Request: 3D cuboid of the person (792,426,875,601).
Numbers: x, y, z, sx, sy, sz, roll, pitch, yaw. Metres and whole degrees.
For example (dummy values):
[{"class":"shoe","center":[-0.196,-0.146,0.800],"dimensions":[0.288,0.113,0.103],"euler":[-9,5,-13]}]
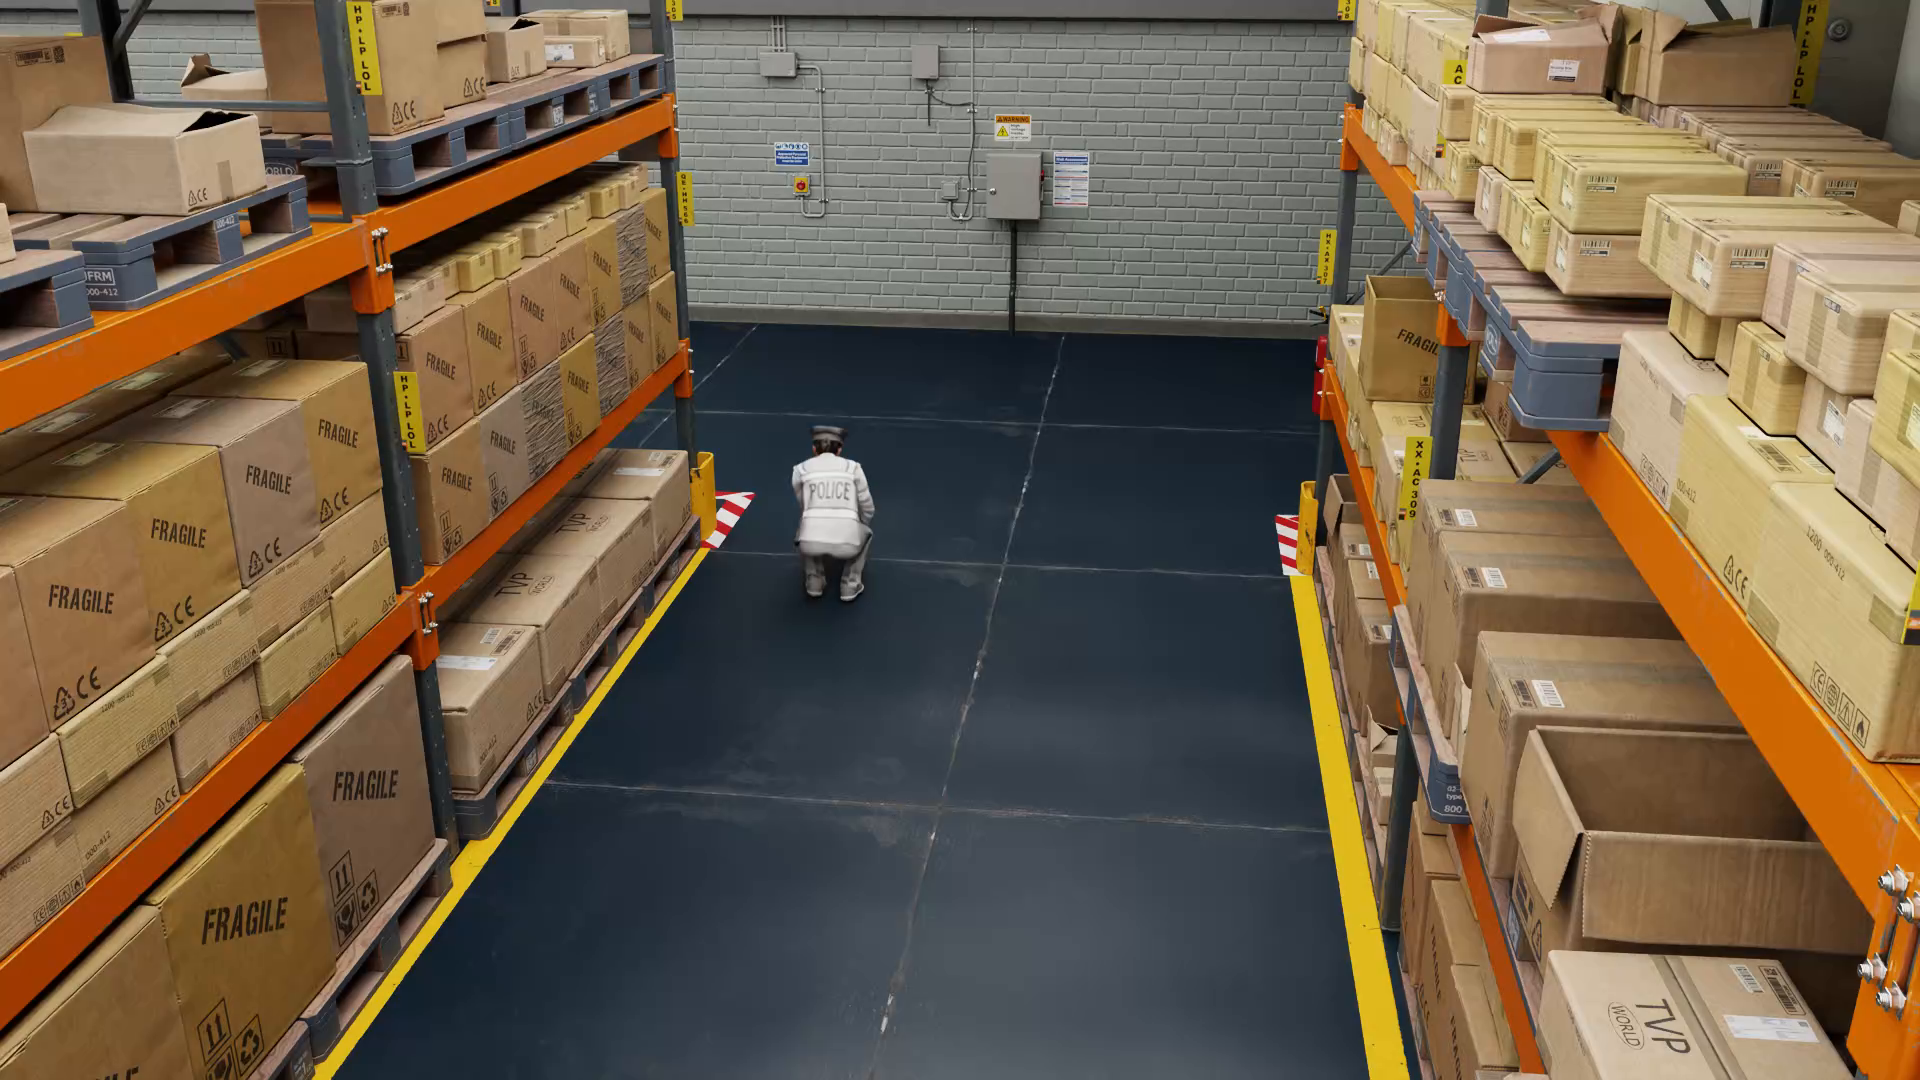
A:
[{"class":"person","center":[-0.768,-0.170,9.996],"dimensions":[0.479,0.973,0.826],"euler":[1,21,4]}]
